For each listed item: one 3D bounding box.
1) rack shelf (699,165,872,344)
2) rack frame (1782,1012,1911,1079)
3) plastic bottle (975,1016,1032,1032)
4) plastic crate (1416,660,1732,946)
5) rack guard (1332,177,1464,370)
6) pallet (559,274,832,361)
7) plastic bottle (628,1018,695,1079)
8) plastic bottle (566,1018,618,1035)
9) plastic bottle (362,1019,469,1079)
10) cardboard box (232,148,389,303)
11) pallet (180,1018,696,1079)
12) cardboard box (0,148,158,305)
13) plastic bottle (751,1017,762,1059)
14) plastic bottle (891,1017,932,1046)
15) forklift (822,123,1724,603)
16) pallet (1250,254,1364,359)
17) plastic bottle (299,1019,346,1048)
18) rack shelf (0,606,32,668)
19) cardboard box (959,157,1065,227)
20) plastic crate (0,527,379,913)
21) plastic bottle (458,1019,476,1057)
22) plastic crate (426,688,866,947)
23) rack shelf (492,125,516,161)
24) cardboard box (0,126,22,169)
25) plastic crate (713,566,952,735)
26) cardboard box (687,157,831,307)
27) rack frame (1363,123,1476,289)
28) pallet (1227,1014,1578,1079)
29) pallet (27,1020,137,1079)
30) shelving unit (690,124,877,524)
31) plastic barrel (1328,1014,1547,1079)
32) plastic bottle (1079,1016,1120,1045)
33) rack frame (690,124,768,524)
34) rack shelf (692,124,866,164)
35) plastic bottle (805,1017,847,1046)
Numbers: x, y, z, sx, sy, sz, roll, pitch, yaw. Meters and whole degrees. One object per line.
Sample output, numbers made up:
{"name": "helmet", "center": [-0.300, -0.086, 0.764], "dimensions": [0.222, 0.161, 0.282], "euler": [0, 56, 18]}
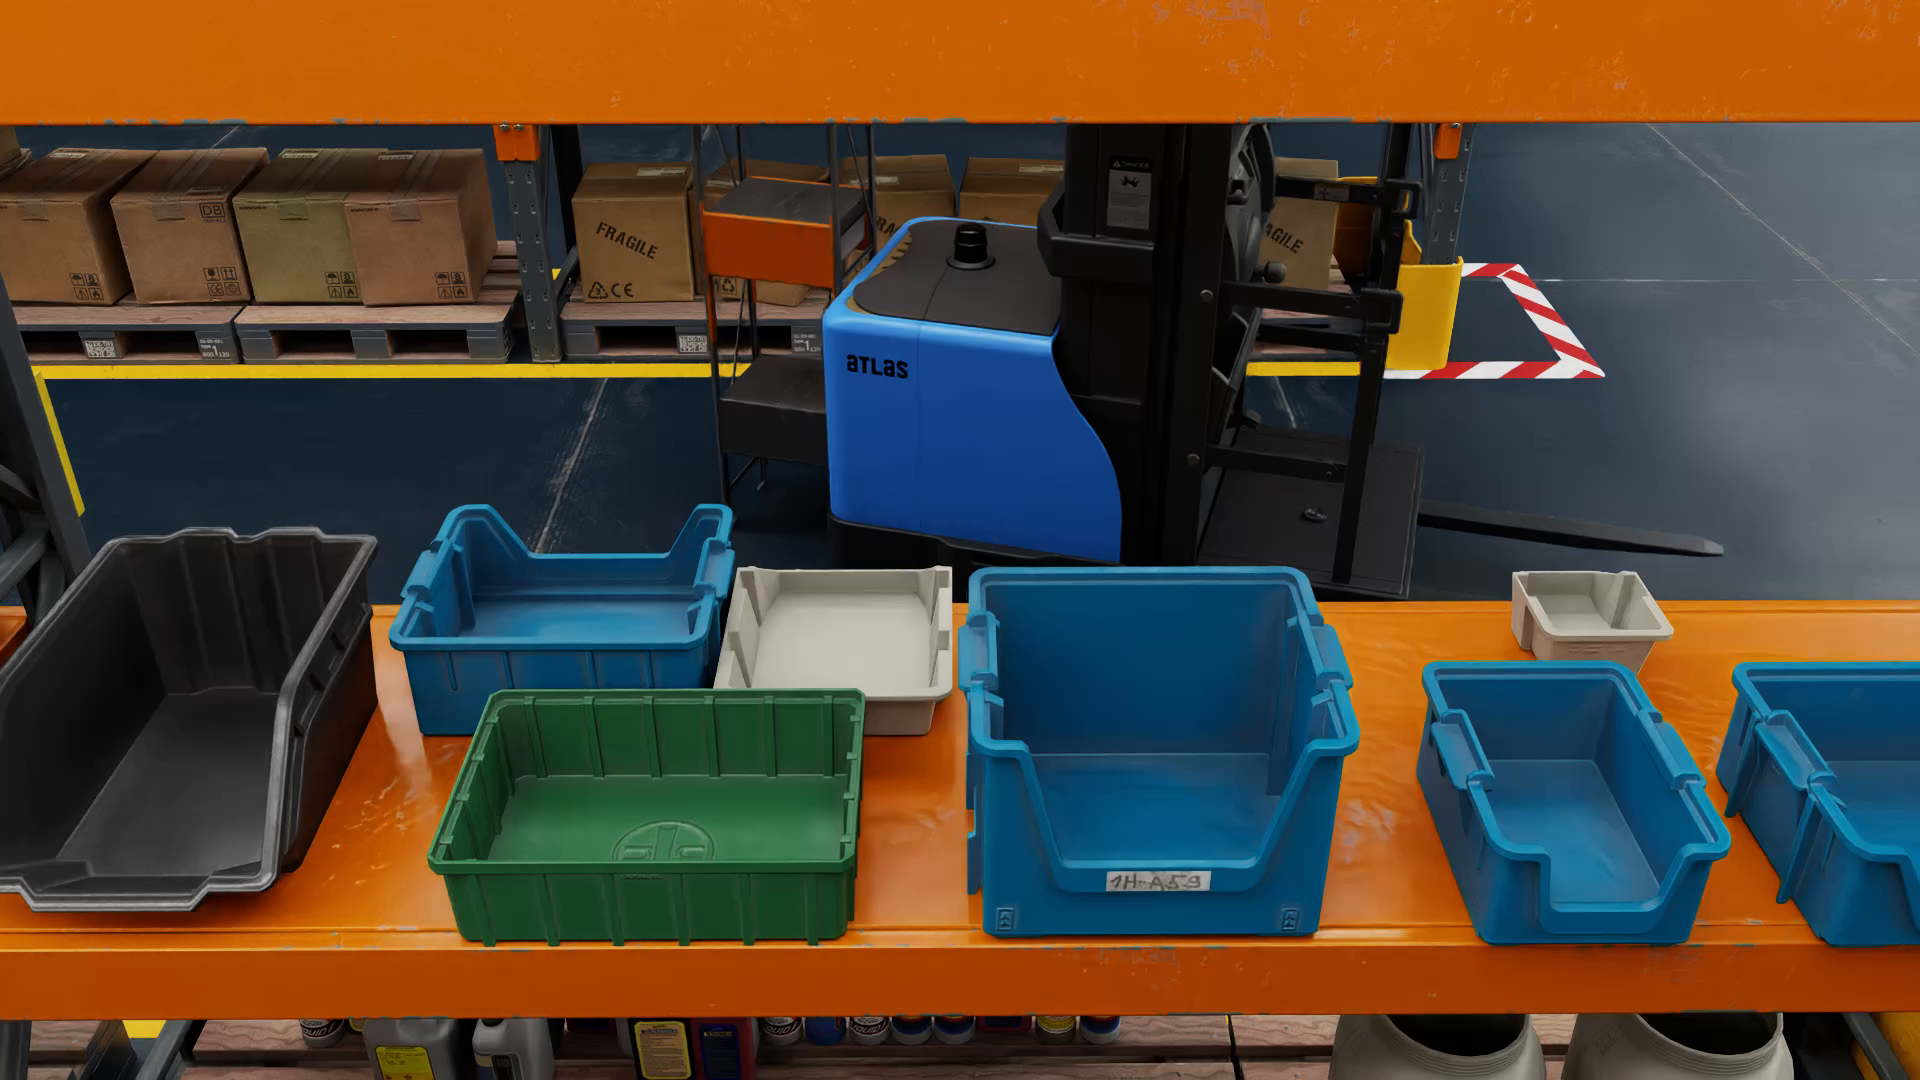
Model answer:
{"name": "rack shelf", "center": [-0.596, -0.987, 5.879], "dimensions": [0.480, 0.518, 0.431], "euler": [9, 32, 14]}
{"name": "rack frame", "center": [2.144, 0.215, 3.004], "dimensions": [0.127, 3.000, 1.000], "euler": [0, 31, 0]}
{"name": "plastic bottle", "center": [0.103, 1.024, 3.866], "dimensions": [0.133, 0.283, 0.061], "euler": [0, 31, 1]}
{"name": "plastic crate", "center": [0.996, 0.435, 2.785], "dimensions": [0.408, 0.251, 0.499], "euler": [0, 31, 0]}
{"name": "rack guard", "center": [2.038, -1.285, 7.886], "dimensions": [0.348, 0.500, 1.175], "euler": [0, 31, 0]}
{"name": "pallet", "center": [-1.214, -1.170, 7.974], "dimensions": [1.213, 0.211, 1.003], "euler": [0, 31, 0]}
{"name": "plastic bottle", "center": [-0.672, 1.101, 3.738], "dimensions": [0.133, 0.283, 0.061], "euler": [0, 31, 0]}
{"name": "plastic bottle", "center": [-0.859, 1.027, 3.861], "dimensions": [0.133, 0.283, 0.061], "euler": [2, 31, 3]}
{"name": "plastic bottle", "center": [-1.213, 1.095, 3.682], "dimensions": [0.185, 0.351, 0.144], "euler": [0, 31, 0]}
{"name": "cardboard box", "center": [-2.977, -1.478, 7.781], "dimensions": [0.500, 0.500, 0.700], "euler": [0, 31, -1]}
{"name": "pallet", "center": [-1.184, 1.439, 3.674], "dimensions": [1.213, 0.211, 1.003], "euler": [0, 31, 0]}
{"name": "cardboard box", "center": [-4.094, -1.475, 7.774], "dimensions": [0.500, 0.500, 0.700], "euler": [2, 31, 4]}
{"name": "plastic bottle", "center": [-0.536, 1.052, 3.825], "dimensions": [0.135, 0.276, 0.152], "euler": [0, 31, 1]}
{"name": "plastic bottle", "center": [-0.114, 1.039, 3.852], "dimensions": [0.097, 0.271, 0.097], "euler": [0, 31, 0]}
{"name": "forklift", "center": [1.108, -1.098, 5.234], "dimensions": [3.031, 2.935, 1.130], "euler": [9, 32, 14]}
{"name": "pallet", "center": [1.226, -1.177, 7.987], "dimensions": [1.213, 0.211, 1.003], "euler": [0, 31, 0]}
{"name": "plastic bottle", "center": [-1.495, 1.073, 3.863], "dimensions": [0.097, 0.201, 0.097], "euler": [0, 31, 0]}
{"name": "rack shelf", "center": [-3.856, 0.542, 3.159], "dimensions": [4.000, 0.370, 1.077], "euler": [0, 31, 0]}
{"name": "cardboard box", "center": [0.266, -1.460, 7.769], "dimensions": [0.500, 0.500, 0.500], "euler": [3, 31, 4]}
{"name": "plastic crate", "center": [-1.332, 0.319, 2.893], "dimensions": [0.504, 0.338, 0.767], "euler": [0, 31, 0]}
{"name": "plastic bottle", "center": [-1.214, 1.021, 3.806], "dimensions": [0.185, 0.351, 0.144], "euler": [-1, 31, -2]}
{"name": "plastic crate", "center": [-0.497, 0.460, 2.804], "dimensions": [0.662, 0.188, 0.450], "euler": [0, 31, 0]}
{"name": "rack shelf", "center": [-3.886, -2.028, 7.394], "dimensions": [4.000, 0.370, 1.077], "euler": [0, 31, 0]}
{"name": "cardboard box", "center": [-4.686, -1.794, 7.577], "dimensions": [0.500, 0.250, 0.500], "euler": [3, 31, 5]}
{"name": "plastic crate", "center": [-0.234, 0.204, 3.276], "dimensions": [0.437, 0.136, 0.530], "euler": [0, 31, 0]}
{"name": "cardboard box", "center": [-0.913, -1.439, 7.734], "dimensions": [0.500, 0.500, 0.500], "euler": [10, 33, 15]}
{"name": "rack frame", "center": [2.114, -2.354, 7.238], "dimensions": [0.127, 3.000, 1.000], "euler": [0, 31, 0]}
{"name": "pallet", "center": [1.256, 1.432, 3.687], "dimensions": [1.213, 0.211, 1.003], "euler": [0, 31, 0]}
{"name": "pallet", "center": [-2.641, 1.442, 3.669], "dimensions": [1.213, 0.211, 1.003], "euler": [0, 31, 0]}
{"name": "shelving unit", "center": [-0.596, -0.999, 5.872], "dimensions": [0.503, 2.100, 0.431], "euler": [9, 32, 14]}
{"name": "plastic barrel", "center": [0.985, 1.143, 3.469], "dimensions": [0.421, 0.512, 0.421], "euler": [0, 31, 0]}
{"name": "plastic bottle", "center": [0.329, 1.038, 3.854], "dimensions": [0.097, 0.271, 0.097], "euler": [0, 31, 0]}
{"name": "rack frame", "center": [-0.830, -1.034, 5.930], "dimensions": [0.015, 2.100, 0.400], "euler": [9, 32, 14]}
{"name": "rack shelf", "center": [-0.596, -1.585, 5.516], "dimensions": [0.480, 0.518, 0.431], "euler": [9, 32, 14]}
{"name": "plastic bottle", "center": [-0.316, 1.040, 3.851], "dimensions": [0.097, 0.271, 0.097], "euler": [0, 31, 0]}
